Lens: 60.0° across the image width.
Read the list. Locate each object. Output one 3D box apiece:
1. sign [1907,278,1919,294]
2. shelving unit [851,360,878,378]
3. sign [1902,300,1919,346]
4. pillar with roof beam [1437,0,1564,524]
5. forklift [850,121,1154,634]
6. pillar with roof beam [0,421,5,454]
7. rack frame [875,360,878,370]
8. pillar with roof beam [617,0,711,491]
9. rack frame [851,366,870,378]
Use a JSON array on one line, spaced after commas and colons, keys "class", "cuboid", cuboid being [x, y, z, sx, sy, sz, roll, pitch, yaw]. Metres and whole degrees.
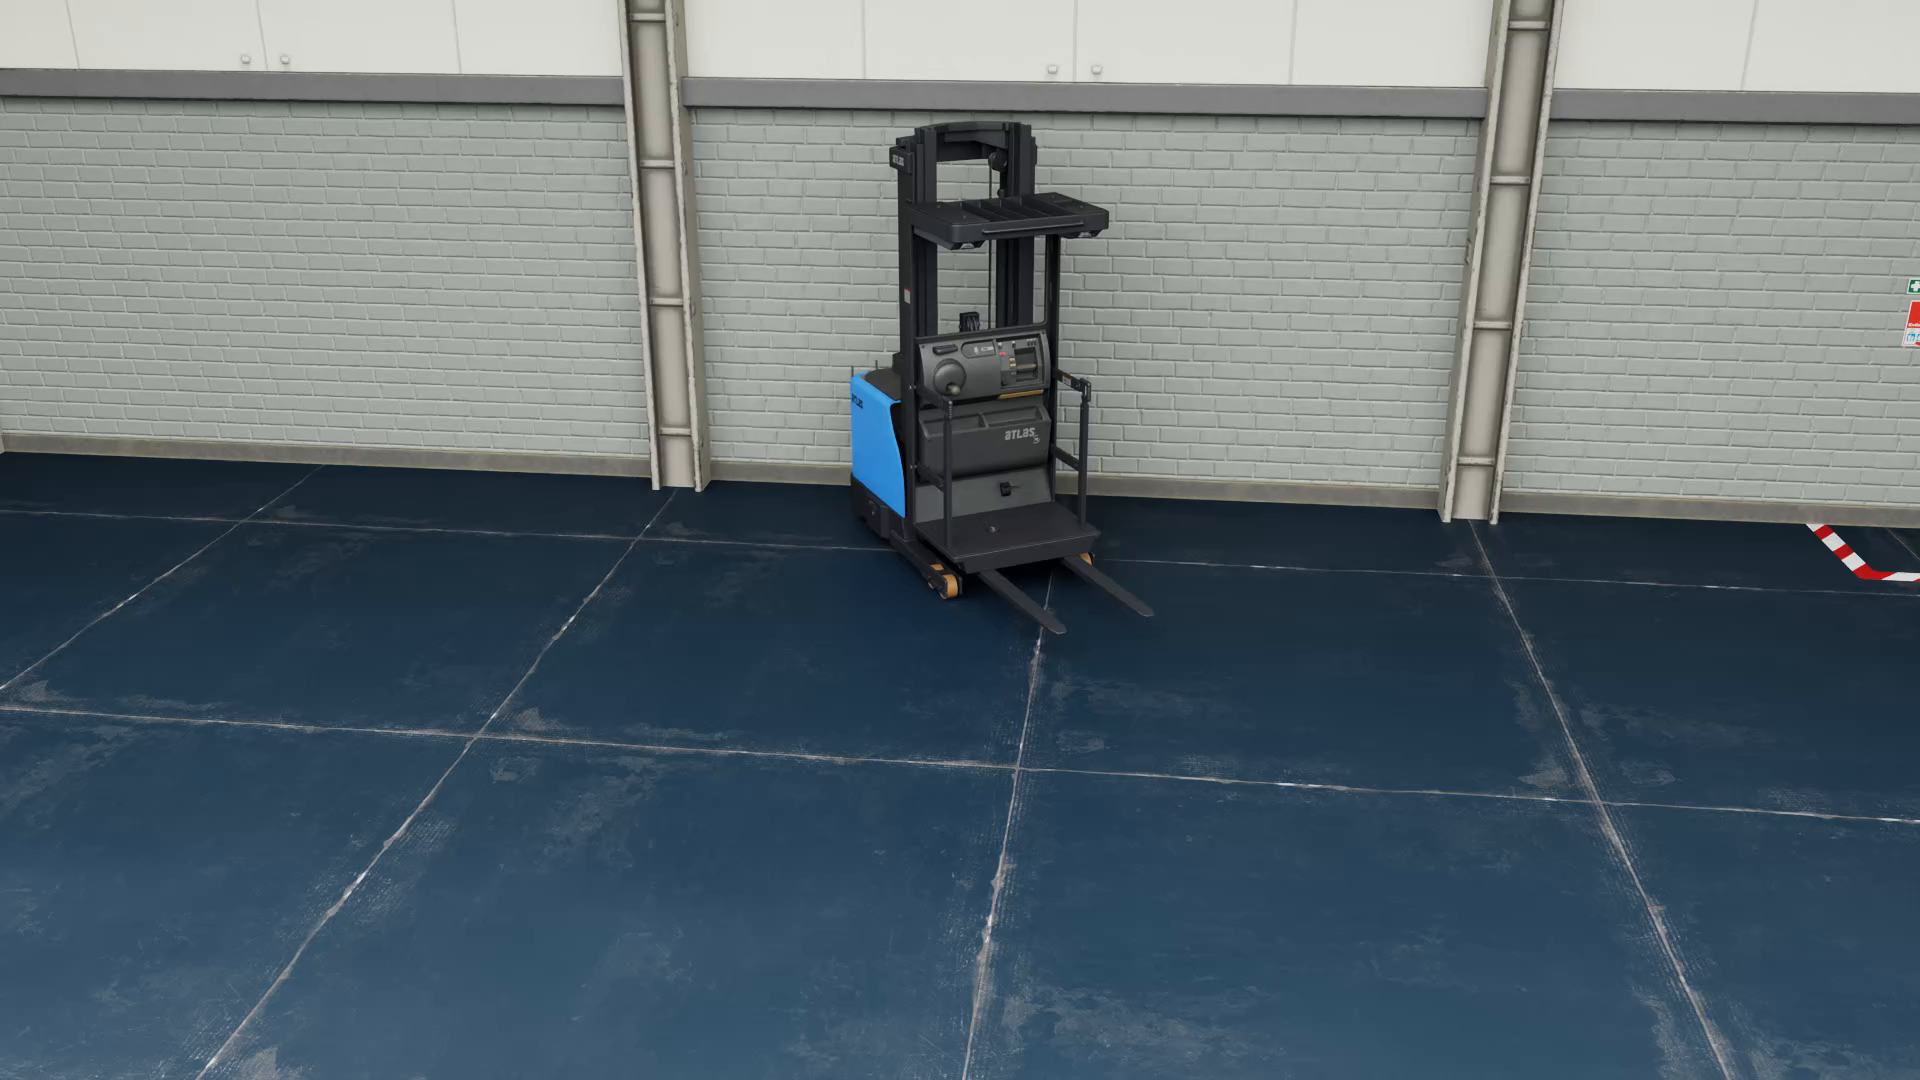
[{"class": "sign", "cuboid": [6.754, -1.759, 11.539, 0.331, 0.109, 0.001, 2, 22, 6]}, {"class": "shelving unit", "cuboid": [-0.650, -0.811, 12.564, 0.215, 1.050, 0.252, 20, 29, 41]}, {"class": "sign", "cuboid": [6.750, -1.516, 11.645, 0.234, 0.329, 0.001, 2, 22, 6]}, {"class": "pillar with roof beam", "cuboid": [3.272, -2.794, 6.768, 0.400, 9.000, 9.100, 2, 22, 6]}, {"class": "forklift", "cuboid": [0.259, -1.154, 10.872, 1.130, 2.935, 3.031, -10, 23, -23]}, {"class": "pillar with roof beam", "cuboid": [-8.645, -3.314, 8.082, 0.400, 9.000, 9.100, 2, 22, 6]}, {"class": "rack frame", "cuboid": [-0.564, -0.843, 12.645, 0.200, 1.050, 0.008, 20, 29, 41]}, {"class": "pillar with roof beam", "cuboid": [-2.687, -3.054, 7.425, 0.400, 9.000, 9.100, 2, 22, 6]}, {"class": "rack frame", "cuboid": [-0.736, -0.779, 12.483, 0.200, 1.050, 0.008, 20, 29, 41]}]
